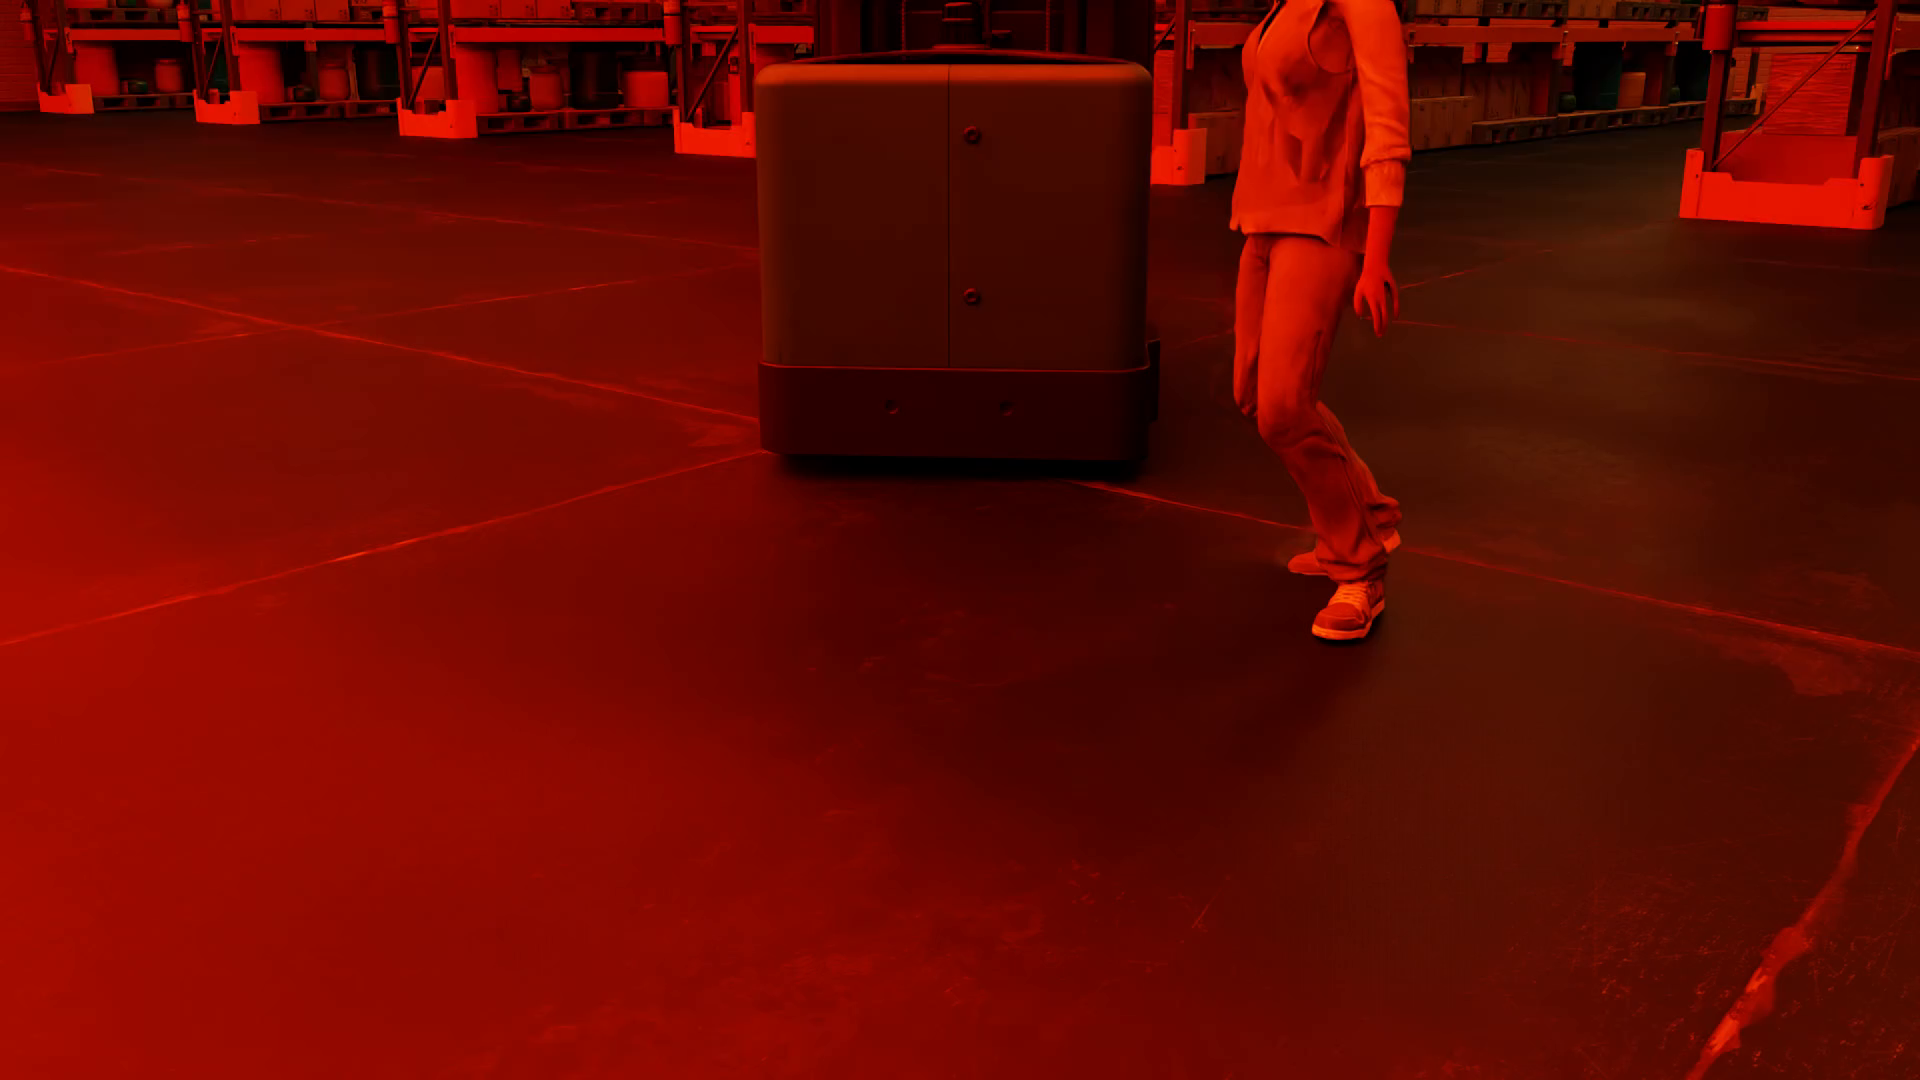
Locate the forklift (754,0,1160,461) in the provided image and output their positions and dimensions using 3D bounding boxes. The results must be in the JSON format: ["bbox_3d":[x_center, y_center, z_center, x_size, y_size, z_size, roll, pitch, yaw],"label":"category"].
[{"bbox_3d":[0.096,-1.989,5.448,1.130,2.935,3.031,1,17,5],"label":"forklift"}]

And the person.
[{"bbox_3d":[0.780,-0.616,3.402,0.440,1.548,0.747,-1,17,-5],"label":"person"}]
